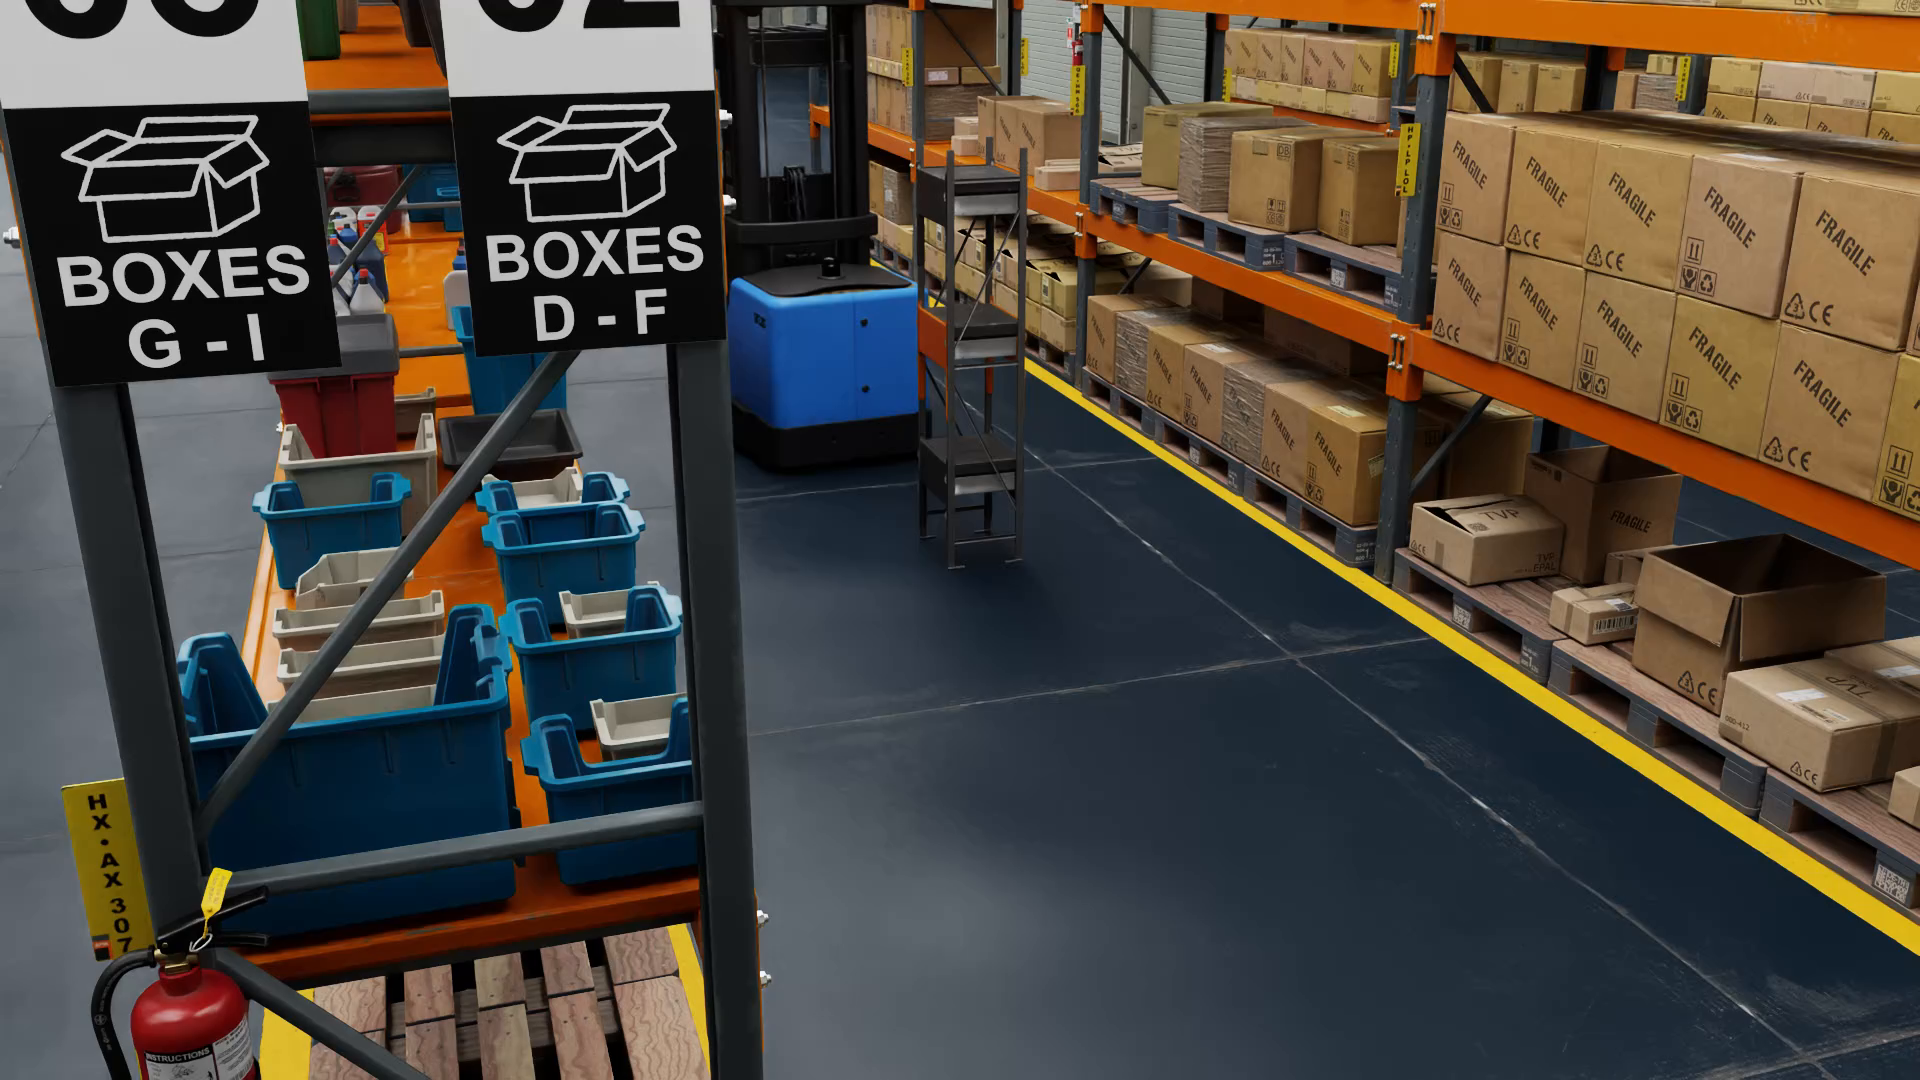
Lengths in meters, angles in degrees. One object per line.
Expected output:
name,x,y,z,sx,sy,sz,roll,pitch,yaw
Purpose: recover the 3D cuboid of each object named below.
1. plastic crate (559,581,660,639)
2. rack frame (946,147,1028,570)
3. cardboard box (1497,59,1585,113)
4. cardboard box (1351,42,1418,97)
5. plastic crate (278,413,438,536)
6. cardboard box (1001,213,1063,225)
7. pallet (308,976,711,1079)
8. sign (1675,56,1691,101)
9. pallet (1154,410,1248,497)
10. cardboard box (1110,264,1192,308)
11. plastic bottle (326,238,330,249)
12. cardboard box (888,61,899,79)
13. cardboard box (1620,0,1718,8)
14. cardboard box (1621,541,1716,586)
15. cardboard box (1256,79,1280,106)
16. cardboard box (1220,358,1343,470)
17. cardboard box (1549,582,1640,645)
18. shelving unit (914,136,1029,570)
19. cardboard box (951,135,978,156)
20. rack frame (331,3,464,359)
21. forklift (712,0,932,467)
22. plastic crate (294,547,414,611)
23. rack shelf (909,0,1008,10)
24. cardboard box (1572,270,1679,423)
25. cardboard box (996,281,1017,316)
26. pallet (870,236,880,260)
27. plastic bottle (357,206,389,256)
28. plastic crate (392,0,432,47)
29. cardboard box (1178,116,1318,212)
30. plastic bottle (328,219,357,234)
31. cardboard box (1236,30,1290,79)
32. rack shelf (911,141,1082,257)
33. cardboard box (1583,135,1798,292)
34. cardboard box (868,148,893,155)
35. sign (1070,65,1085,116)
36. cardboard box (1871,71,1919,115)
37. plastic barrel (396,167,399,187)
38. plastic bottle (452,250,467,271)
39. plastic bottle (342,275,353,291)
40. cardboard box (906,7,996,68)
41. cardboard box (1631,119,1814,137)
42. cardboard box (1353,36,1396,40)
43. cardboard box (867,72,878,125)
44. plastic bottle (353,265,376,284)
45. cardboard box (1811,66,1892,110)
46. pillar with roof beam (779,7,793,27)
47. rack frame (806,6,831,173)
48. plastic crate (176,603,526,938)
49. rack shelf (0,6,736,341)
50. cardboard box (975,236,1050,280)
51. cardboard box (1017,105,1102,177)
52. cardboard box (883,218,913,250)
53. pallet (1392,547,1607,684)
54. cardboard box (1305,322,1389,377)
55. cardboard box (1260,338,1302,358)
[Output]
plastic crate,-0.873,0.208,4.201,0.250,0.136,0.298,-6,21,-17
rack frame,0.129,-0.857,8.196,0.400,2.100,0.015,-6,21,-17
cardboard box,5.294,-4.047,14.947,0.700,0.500,0.500,-4,20,-10
cardboard box,4.319,-4.758,16.809,0.500,0.500,0.500,-6,21,-17
plastic crate,-1.824,-0.191,5.096,0.437,0.282,0.530,-6,21,-17
cardboard box,0.629,-2.722,14.674,0.500,0.311,0.500,-6,21,-16
pallet,-1.095,1.599,4.151,1.003,0.211,1.213,-6,21,-17
sign,5.506,-3.511,12.658,0.100,0.325,0.005,-6,21,-17
pallet,1.895,-0.590,10.246,1.003,0.211,1.213,-6,21,-17
cardboard box,1.431,-1.903,12.395,0.500,0.311,0.500,-6,21,-15
plastic bottle,-3.238,-1.408,8.571,0.061,0.283,0.133,-6,21,-17
cardboard box,-0.473,-4.484,15.857,0.380,0.149,0.250,-6,21,-17
cardboard box,2.801,-2.090,6.083,0.500,0.250,0.500,-6,21,-17
cardboard box,3.258,0.199,7.252,0.500,0.311,0.500,-6,21,-17
cardboard box,3.687,-5.051,18.733,0.500,0.250,0.500,-7,21,-18
cardboard box,1.842,-0.732,9.564,0.500,0.500,0.500,-6,21,-17
cardboard box,2.782,0.308,7.163,0.380,0.166,0.250,-6,21,-17
shelving unit,0.052,-0.935,8.414,0.431,2.100,0.503,-6,21,-17
cardboard box,0.144,-3.396,14.305,0.380,0.149,0.250,-6,21,-17
rack frame,-2.129,-0.728,6.505,1.000,3.000,0.127,-6,21,-17
forklift,-1.236,-2.272,10.905,1.130,2.935,3.031,-9,21,-23
plastic crate,-1.599,0.135,4.405,0.298,0.136,0.250,-6,21,-17
rack shelf,-0.569,-5.535,16.516,1.077,0.370,4.000,-6,21,-17
cardboard box,2.795,-0.783,6.510,0.500,0.500,0.500,-6,21,-17
cardboard box,0.599,-1.910,13.242,0.500,0.250,0.500,-6,21,-16
pallet,-0.538,-3.160,17.401,1.003,0.211,1.213,-6,21,-17
plastic bottle,-3.413,-1.796,9.663,0.152,0.276,0.135,-6,21,-17
plastic crate,-1.091,-1.346,3.881,0.504,0.338,0.767,-6,21,-17
cardboard box,1.728,-2.277,10.050,0.700,0.500,0.500,-3,20,-7
plastic bottle,-3.412,-1.631,9.204,0.152,0.276,0.135,-6,21,-17
cardboard box,3.514,-5.578,19.092,0.500,0.500,0.500,-6,21,-17
rack shelf,0.688,-2.840,13.449,1.077,0.370,4.000,-6,21,-17
cardboard box,2.779,-1.259,6.357,0.500,0.500,0.500,-7,21,-19
cardboard box,-0.912,-3.845,17.521,0.500,0.500,0.500,-6,21,-17
sign,0.791,-3.021,11.178,0.100,0.325,0.005,-6,21,-17
cardboard box,6.413,-2.945,10.951,0.500,0.250,0.500,-7,21,-18
plastic barrel,-3.913,-2.371,10.916,0.421,0.512,0.421,0,20,0
plastic bottle,-2.486,-1.315,8.331,0.097,0.271,0.097,0,20,0
plastic bottle,-2.876,-1.084,7.680,0.152,0.276,0.135,-6,21,-17
cardboard box,-0.086,-4.619,15.273,0.700,0.500,0.500,-6,21,-17
cardboard box,3.142,-1.472,6.949,0.500,0.500,0.500,-7,21,-18
cardboard box,4.501,-5.139,17.870,0.500,0.500,0.500,-6,21,-16
cardboard box,-0.574,-4.503,16.868,0.700,0.500,0.500,-6,21,-16
plastic bottle,-2.836,-1.175,7.941,0.097,0.271,0.097,0,20,0
cardboard box,6.247,-3.108,11.405,0.500,0.250,0.500,-6,21,-17
pillar with roof beam,-8.971,-17.492,44.303,9.100,9.000,0.400,-6,21,-17
rack frame,-1.198,-5.104,18.688,1.000,3.000,0.127,-6,21,-17
plastic crate,-1.155,0.423,3.159,0.616,0.435,0.499,-6,21,-17
rack shelf,-1.501,-1.159,4.333,1.077,0.370,4.000,-6,21,-17
cardboard box,0.437,-2.335,13.598,0.500,0.311,0.500,-6,21,-16
cardboard box,0.774,-3.120,13.018,0.500,0.500,0.500,-8,21,-20
cardboard box,-0.441,-3.011,16.308,0.500,0.250,0.500,-6,21,-17
pallet,2.789,0.280,7.825,1.003,0.211,1.213,-6,21,-17
cardboard box,2.339,-1.138,9.586,0.500,0.250,0.500,-6,21,-17
cardboard box,2.167,-0.958,10.193,0.500,0.500,0.500,-7,21,-19
